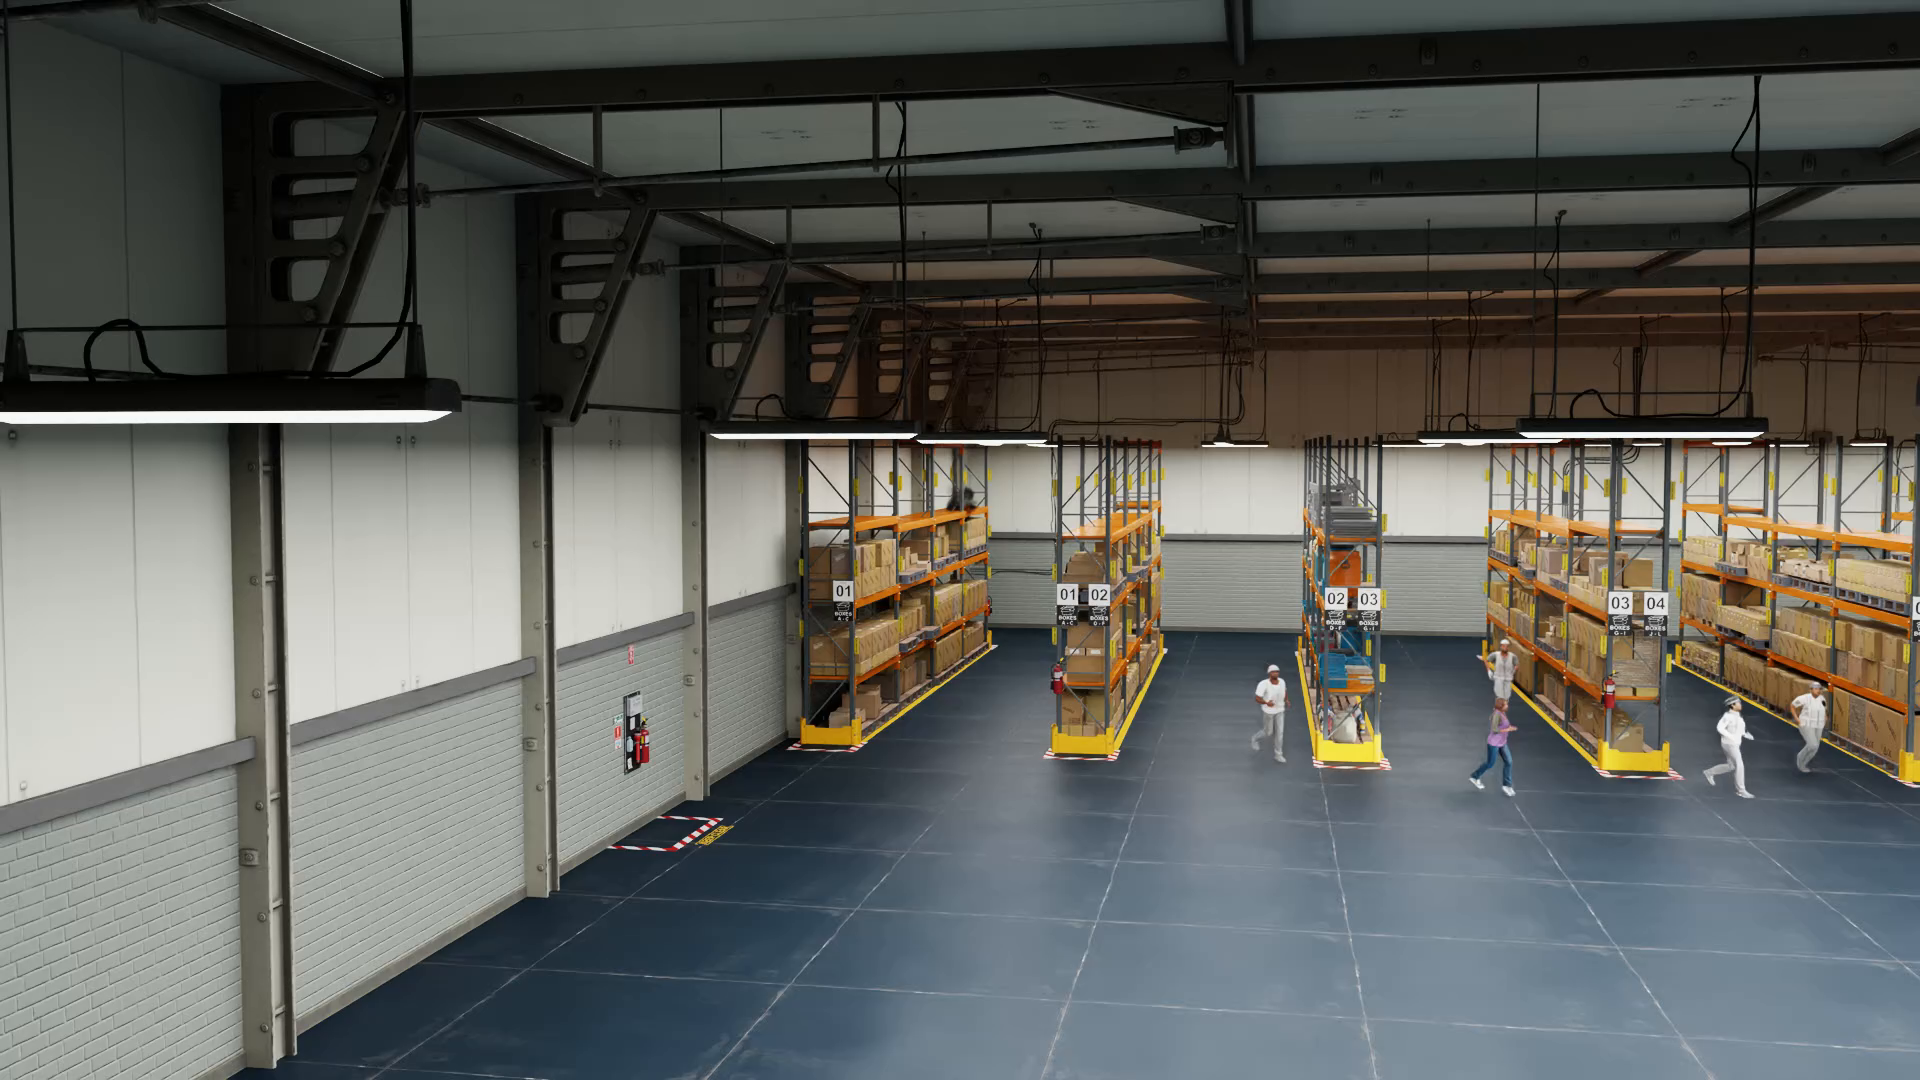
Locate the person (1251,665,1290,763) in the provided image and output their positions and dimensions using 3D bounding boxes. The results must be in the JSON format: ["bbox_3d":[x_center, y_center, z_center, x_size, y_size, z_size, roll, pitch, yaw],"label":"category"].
[{"bbox_3d":[5.781,3.182,30.809,0.710,1.766,0.934,-1,3,-18],"label":"person"}]

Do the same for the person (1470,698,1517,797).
[{"bbox_3d":[8.881,3.434,27.662,0.810,1.651,0.527,3,4,43],"label":"person"}]

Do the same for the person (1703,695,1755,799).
[{"bbox_3d":[12.743,3.397,27.568,0.845,1.698,0.625,3,4,40],"label":"person"}]

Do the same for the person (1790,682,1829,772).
[{"bbox_3d":[15.081,3.313,29.428,0.603,1.622,0.608,-1,3,-10],"label":"person"}]

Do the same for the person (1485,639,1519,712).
[{"bbox_3d":[11.383,2.946,34.841,0.650,1.736,0.690,0,3,3],"label":"person"}]
